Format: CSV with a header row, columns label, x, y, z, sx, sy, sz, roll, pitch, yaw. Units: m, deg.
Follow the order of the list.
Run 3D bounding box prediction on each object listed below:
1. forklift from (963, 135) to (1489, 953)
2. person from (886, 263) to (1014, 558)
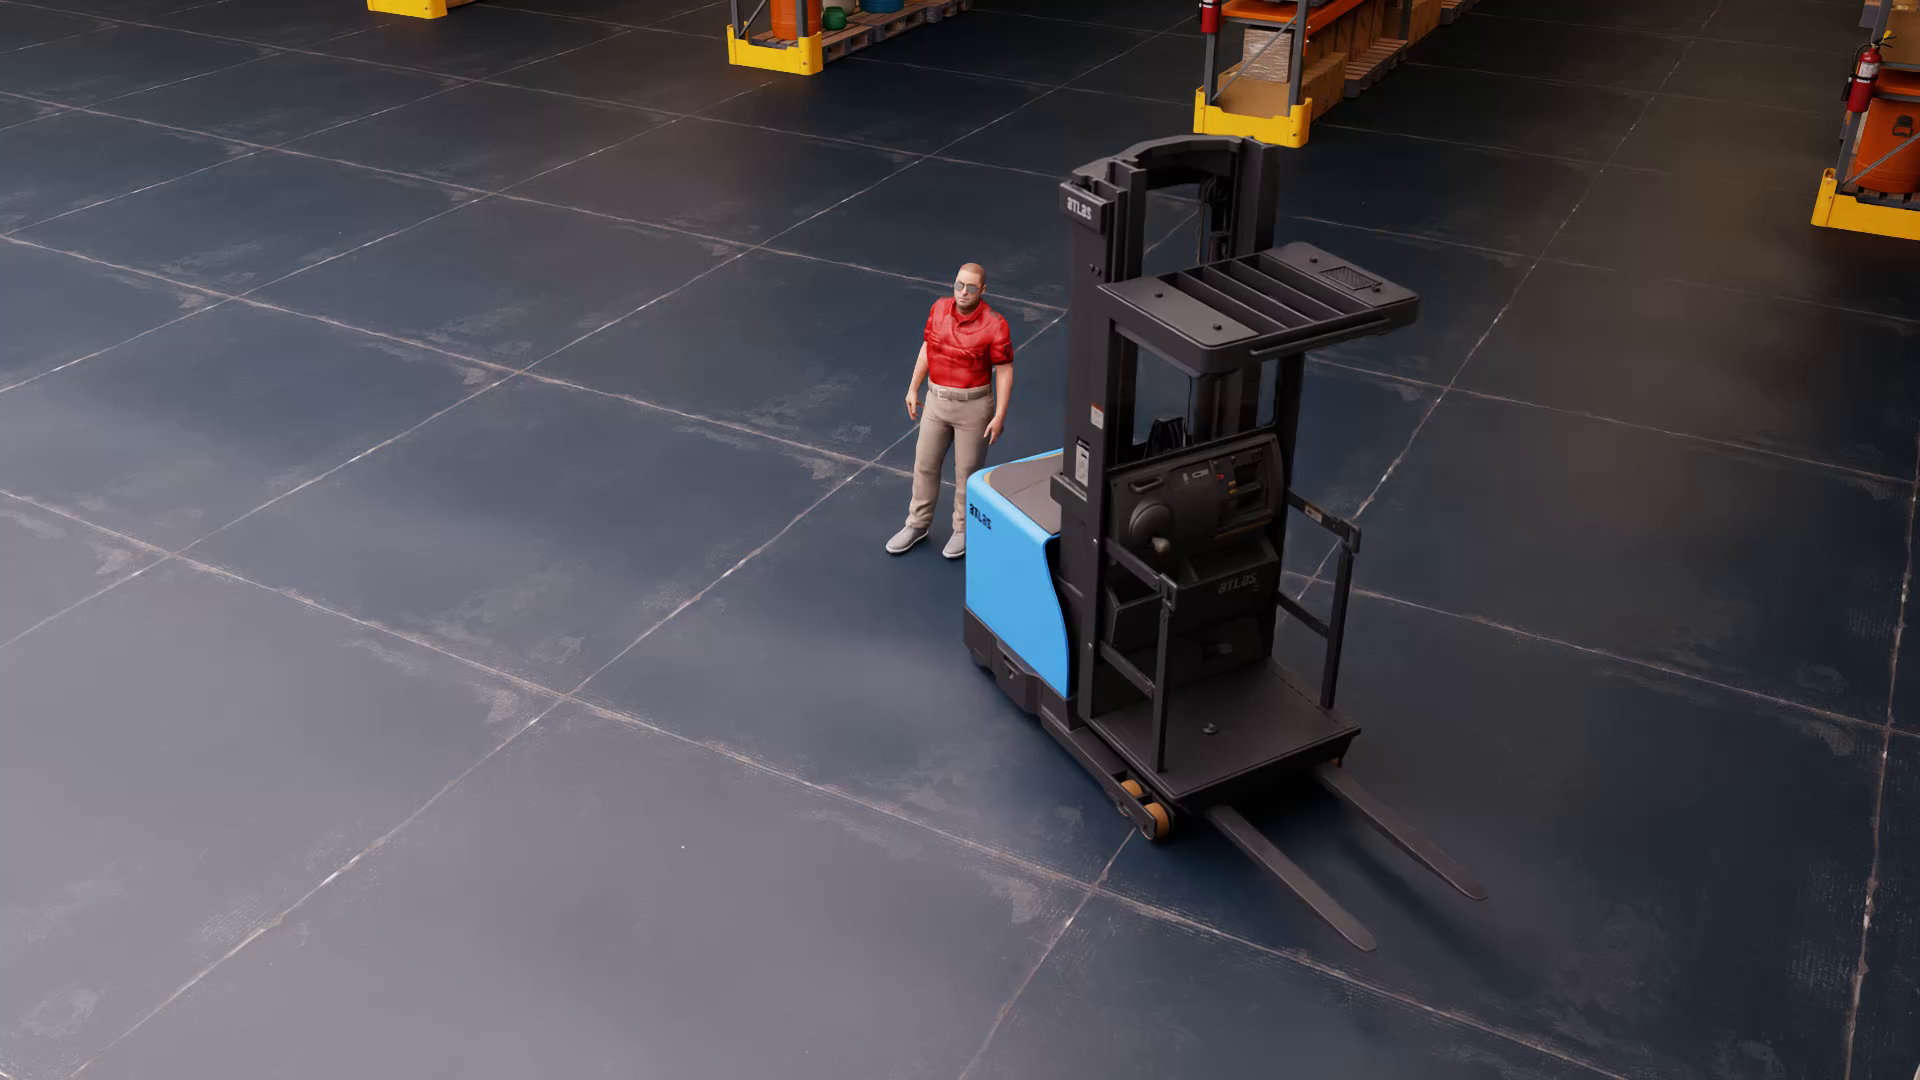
label,x,y,z,sx,sy,sz,roll,pitch,yaw
forklift,1.181,-0.159,7.347,1.130,2.935,3.031,-16,34,-25
person,-0.054,-0.719,9.503,0.641,1.728,0.550,15,33,25
